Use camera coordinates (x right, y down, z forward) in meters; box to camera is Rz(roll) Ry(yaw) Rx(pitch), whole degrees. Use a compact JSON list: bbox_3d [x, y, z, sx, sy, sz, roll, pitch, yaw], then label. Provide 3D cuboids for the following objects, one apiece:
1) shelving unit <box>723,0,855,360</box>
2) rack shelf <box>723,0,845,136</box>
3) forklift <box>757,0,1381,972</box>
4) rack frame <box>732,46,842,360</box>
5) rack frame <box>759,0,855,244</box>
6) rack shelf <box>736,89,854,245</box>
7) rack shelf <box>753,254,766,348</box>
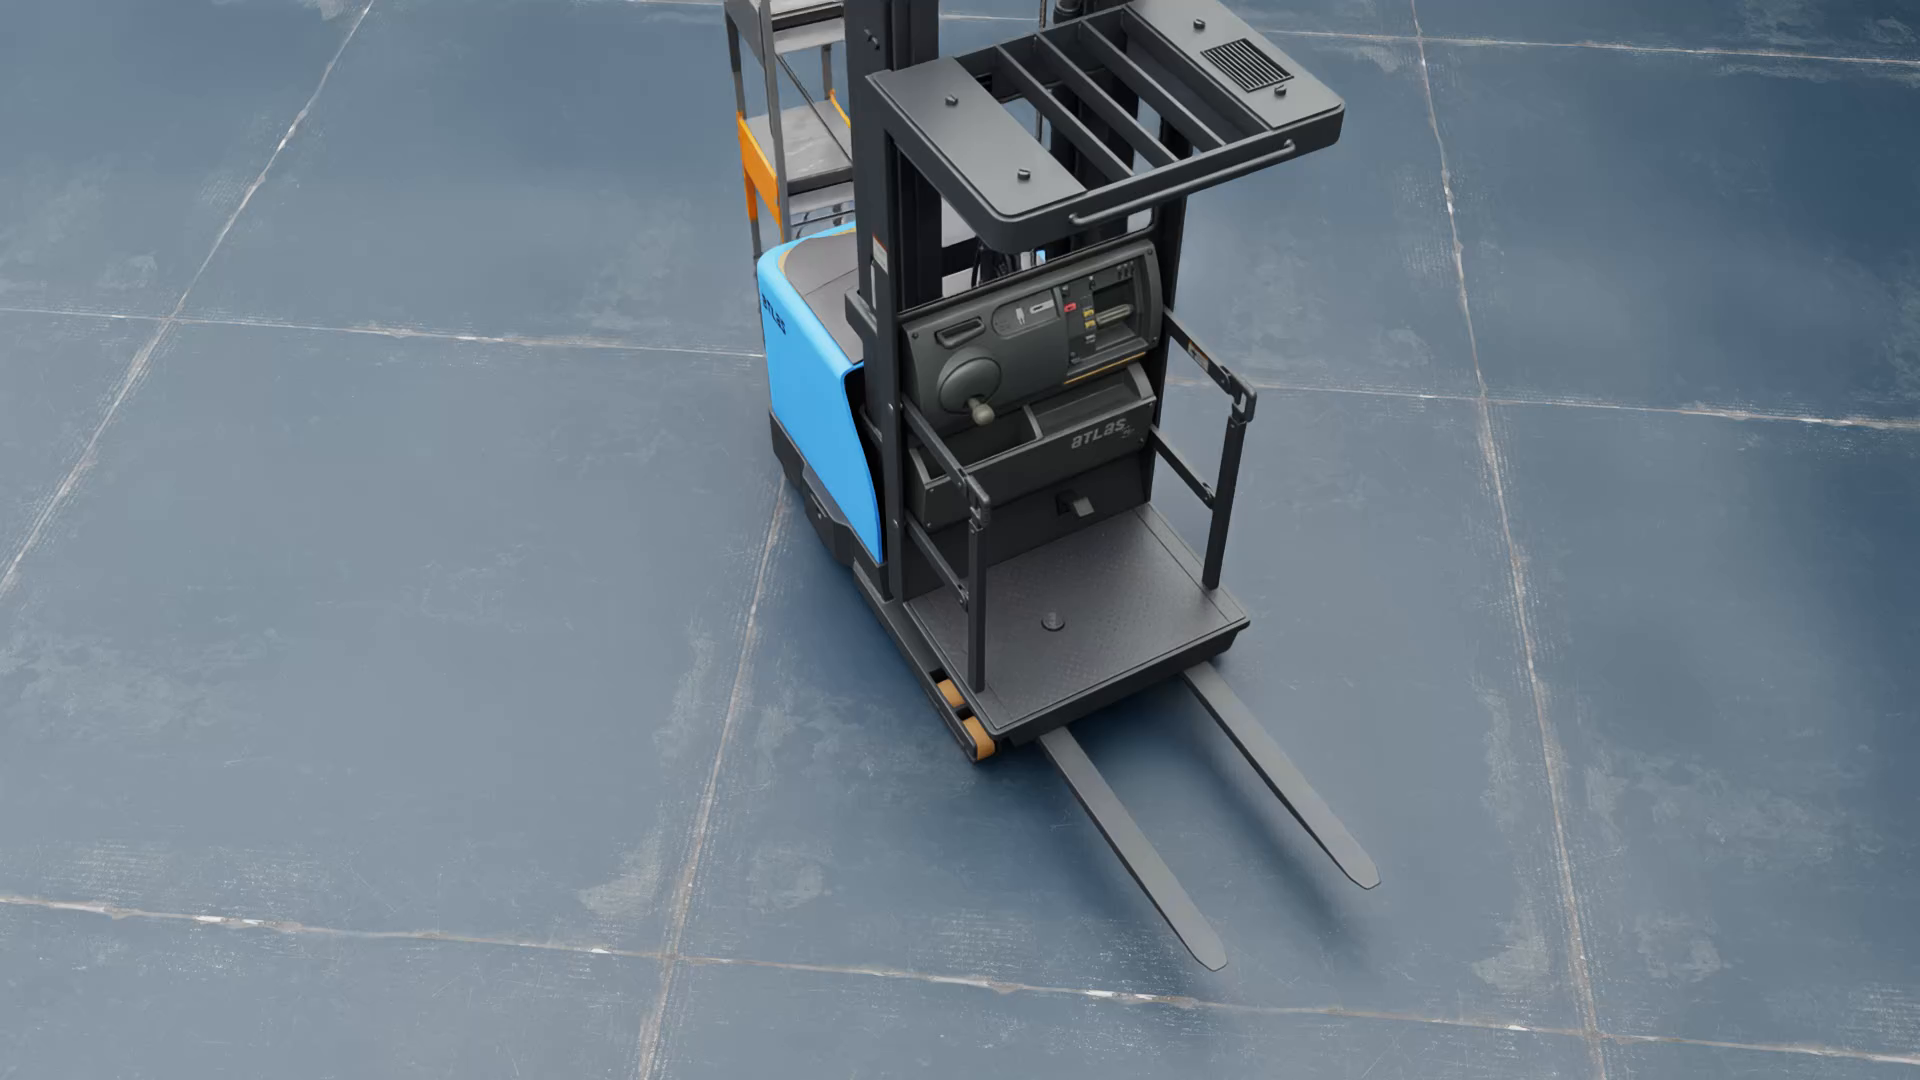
[{"bbox_3d":[-0.600,-1.423,6.654,0.431,2.100,0.503,-18,50,-15],"label":"shelving unit"},{"bbox_3d":[-0.602,-1.887,6.148,0.431,0.518,0.480,-18,50,-15],"label":"rack shelf"},{"bbox_3d":[0.360,-0.578,5.318,1.130,2.935,3.031,-22,51,-19],"label":"forklift"},{"bbox_3d":[-0.696,-1.588,6.805,0.400,2.100,0.015,-18,50,-15],"label":"rack frame"},{"bbox_3d":[-0.505,-1.258,6.502,0.400,2.100,0.015,-18,50,-15],"label":"rack frame"},{"bbox_3d":[-0.600,-1.414,6.664,0.431,0.518,0.480,-18,50,-15],"label":"rack shelf"},{"bbox_3d":[-0.599,-0.941,7.179,0.431,0.518,0.480,-18,50,-15],"label":"rack shelf"}]
